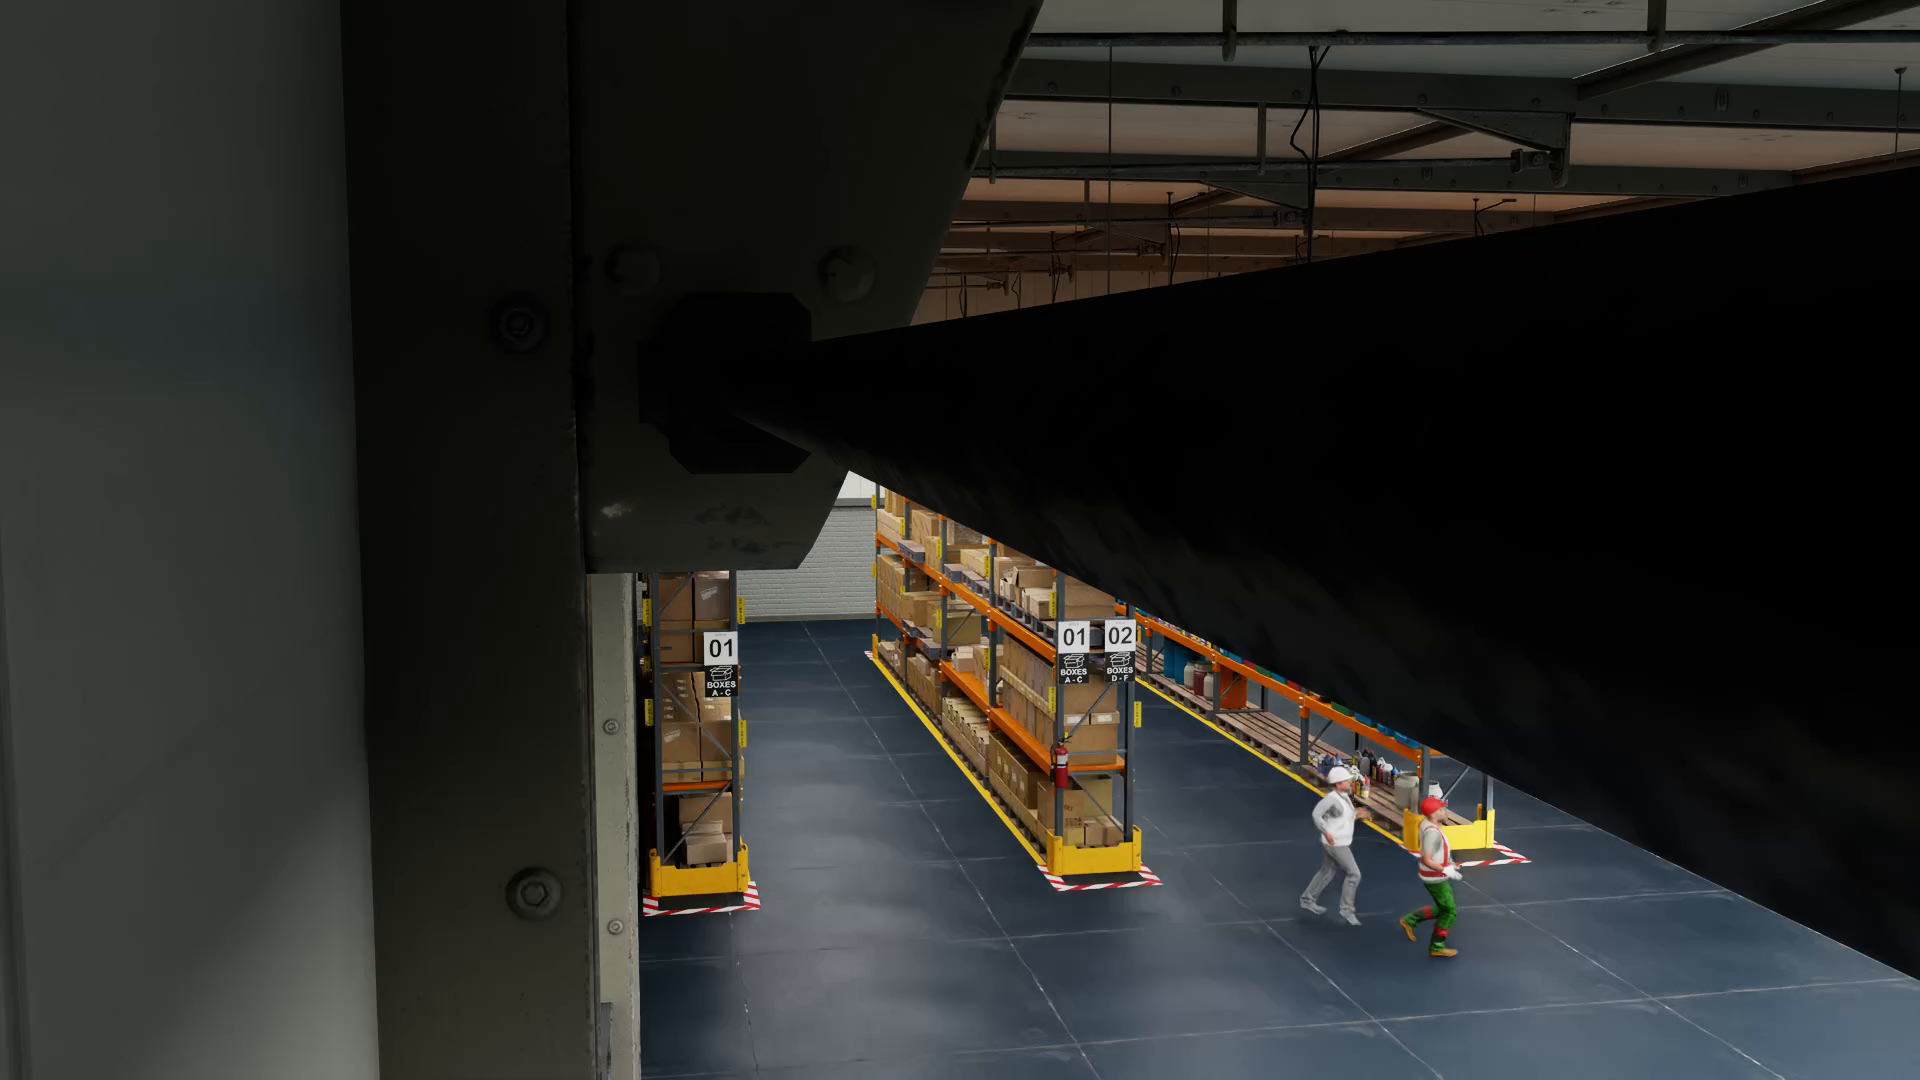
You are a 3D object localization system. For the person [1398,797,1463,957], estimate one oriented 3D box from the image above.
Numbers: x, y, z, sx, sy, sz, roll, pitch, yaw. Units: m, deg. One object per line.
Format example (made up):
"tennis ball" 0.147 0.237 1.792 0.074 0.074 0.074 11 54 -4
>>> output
"person" 5.068 3.628 17.925 0.623 1.738 0.655 1 6 10

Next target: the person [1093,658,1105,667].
"person" 2.506 2.227 29.653 0.537 1.577 0.465 -1 6 -12

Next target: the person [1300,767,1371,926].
"person" 4.304 3.509 19.076 0.778 1.843 0.544 2 6 15
